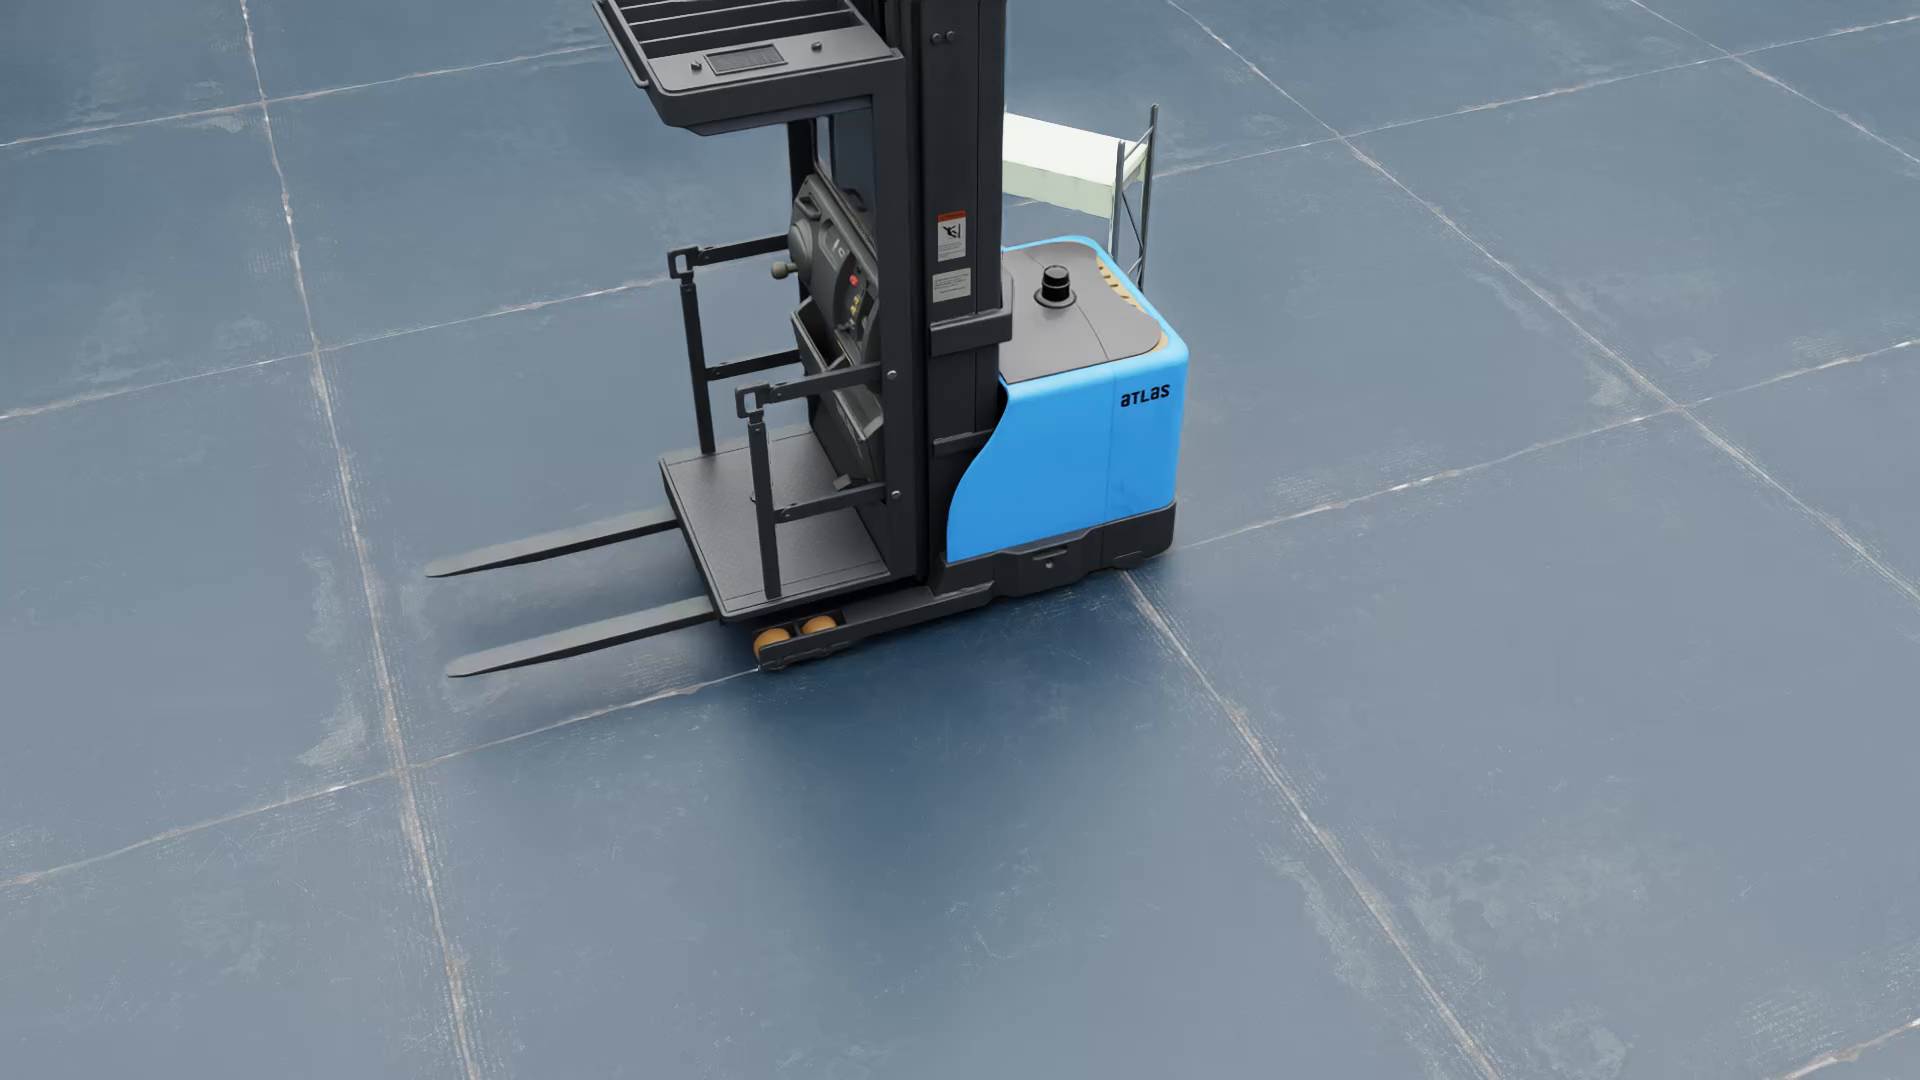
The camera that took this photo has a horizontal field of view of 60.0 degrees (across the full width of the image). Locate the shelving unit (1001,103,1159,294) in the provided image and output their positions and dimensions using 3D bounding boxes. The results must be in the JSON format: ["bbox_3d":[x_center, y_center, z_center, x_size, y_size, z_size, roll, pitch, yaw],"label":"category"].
[{"bbox_3d":[0.424,-1.291,7.601,0.755,1.500,0.431,18,44,20],"label":"shelving unit"}]

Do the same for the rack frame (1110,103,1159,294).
[{"bbox_3d":[0.750,-1.183,7.476,0.023,1.500,0.400,18,44,20],"label":"rack frame"}]

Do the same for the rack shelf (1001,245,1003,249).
[{"bbox_3d":[0.424,-1.044,7.814,0.720,0.370,0.431,18,44,20],"label":"rack shelf"}]

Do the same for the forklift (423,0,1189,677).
[{"bbox_3d":[-0.656,-0.986,6.148,3.031,2.935,1.130,-14,43,-16],"label":"forklift"}]

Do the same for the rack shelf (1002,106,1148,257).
[{"bbox_3d":[0.424,-1.587,7.347,0.720,0.370,0.431,18,44,20],"label":"rack shelf"}]
